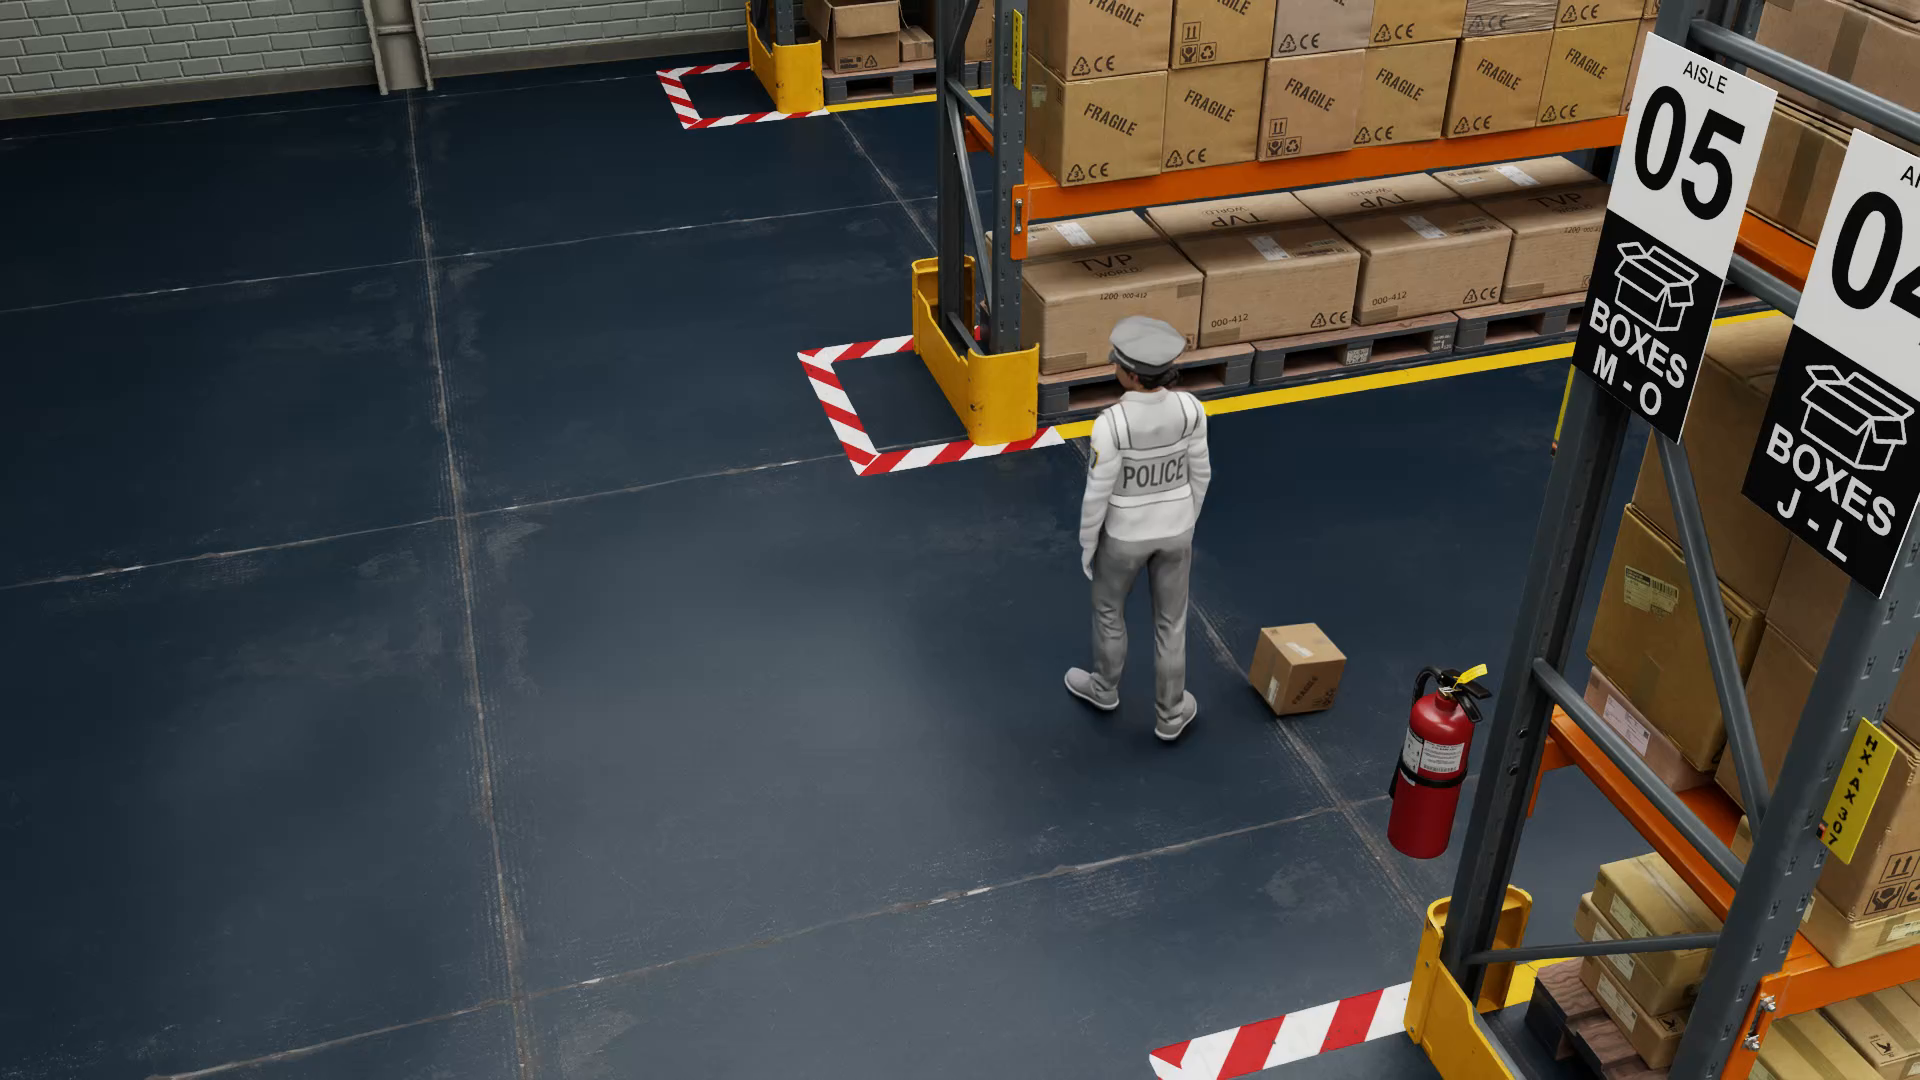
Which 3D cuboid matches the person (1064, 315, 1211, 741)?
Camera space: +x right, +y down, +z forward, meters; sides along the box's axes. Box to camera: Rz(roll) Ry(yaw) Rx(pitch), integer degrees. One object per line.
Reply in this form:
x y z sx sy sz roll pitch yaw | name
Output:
0.671 -0.018 6.159 0.503 1.679 0.526 -8 35 -11 | person
